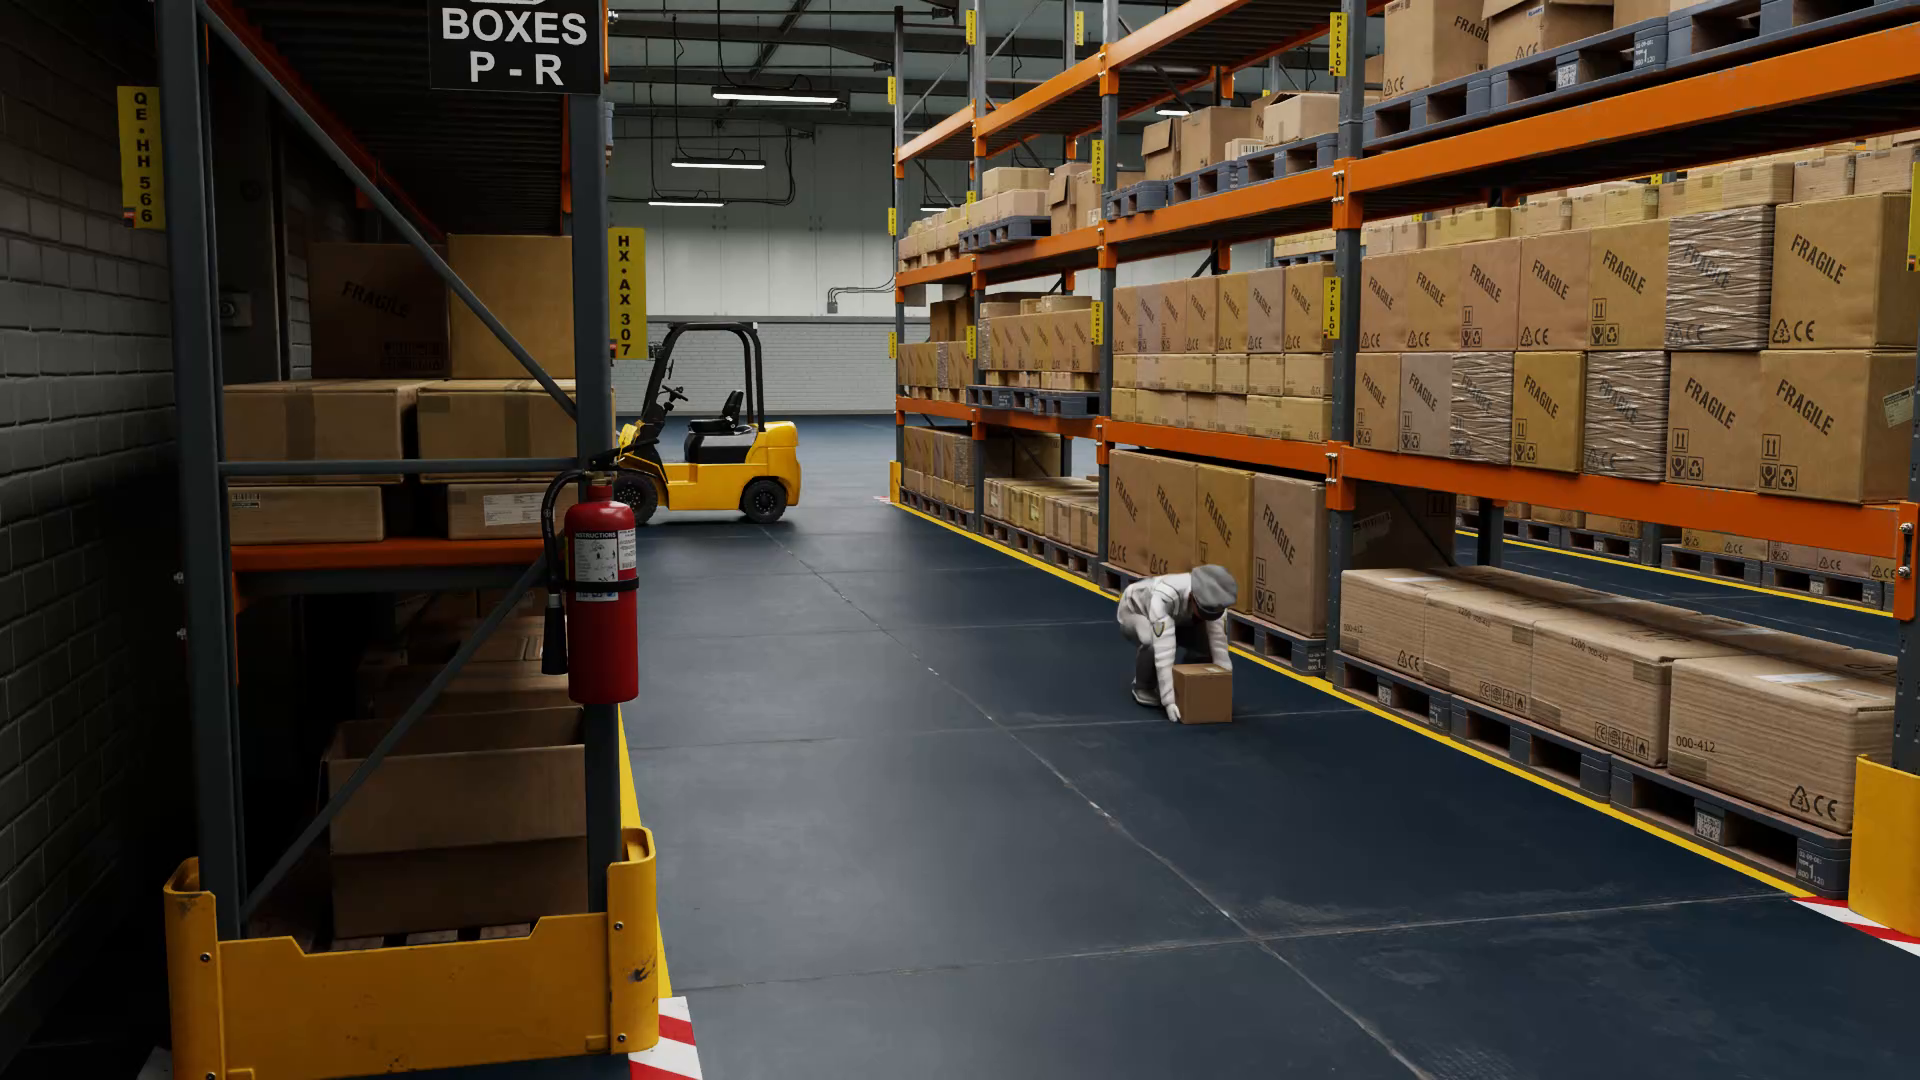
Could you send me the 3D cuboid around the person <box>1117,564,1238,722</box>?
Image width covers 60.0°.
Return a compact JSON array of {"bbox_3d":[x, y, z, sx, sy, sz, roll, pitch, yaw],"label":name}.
[{"bbox_3d":[1.115,0.496,8.497,0.456,0.819,0.899,-2,6,-16],"label":"person"}]
